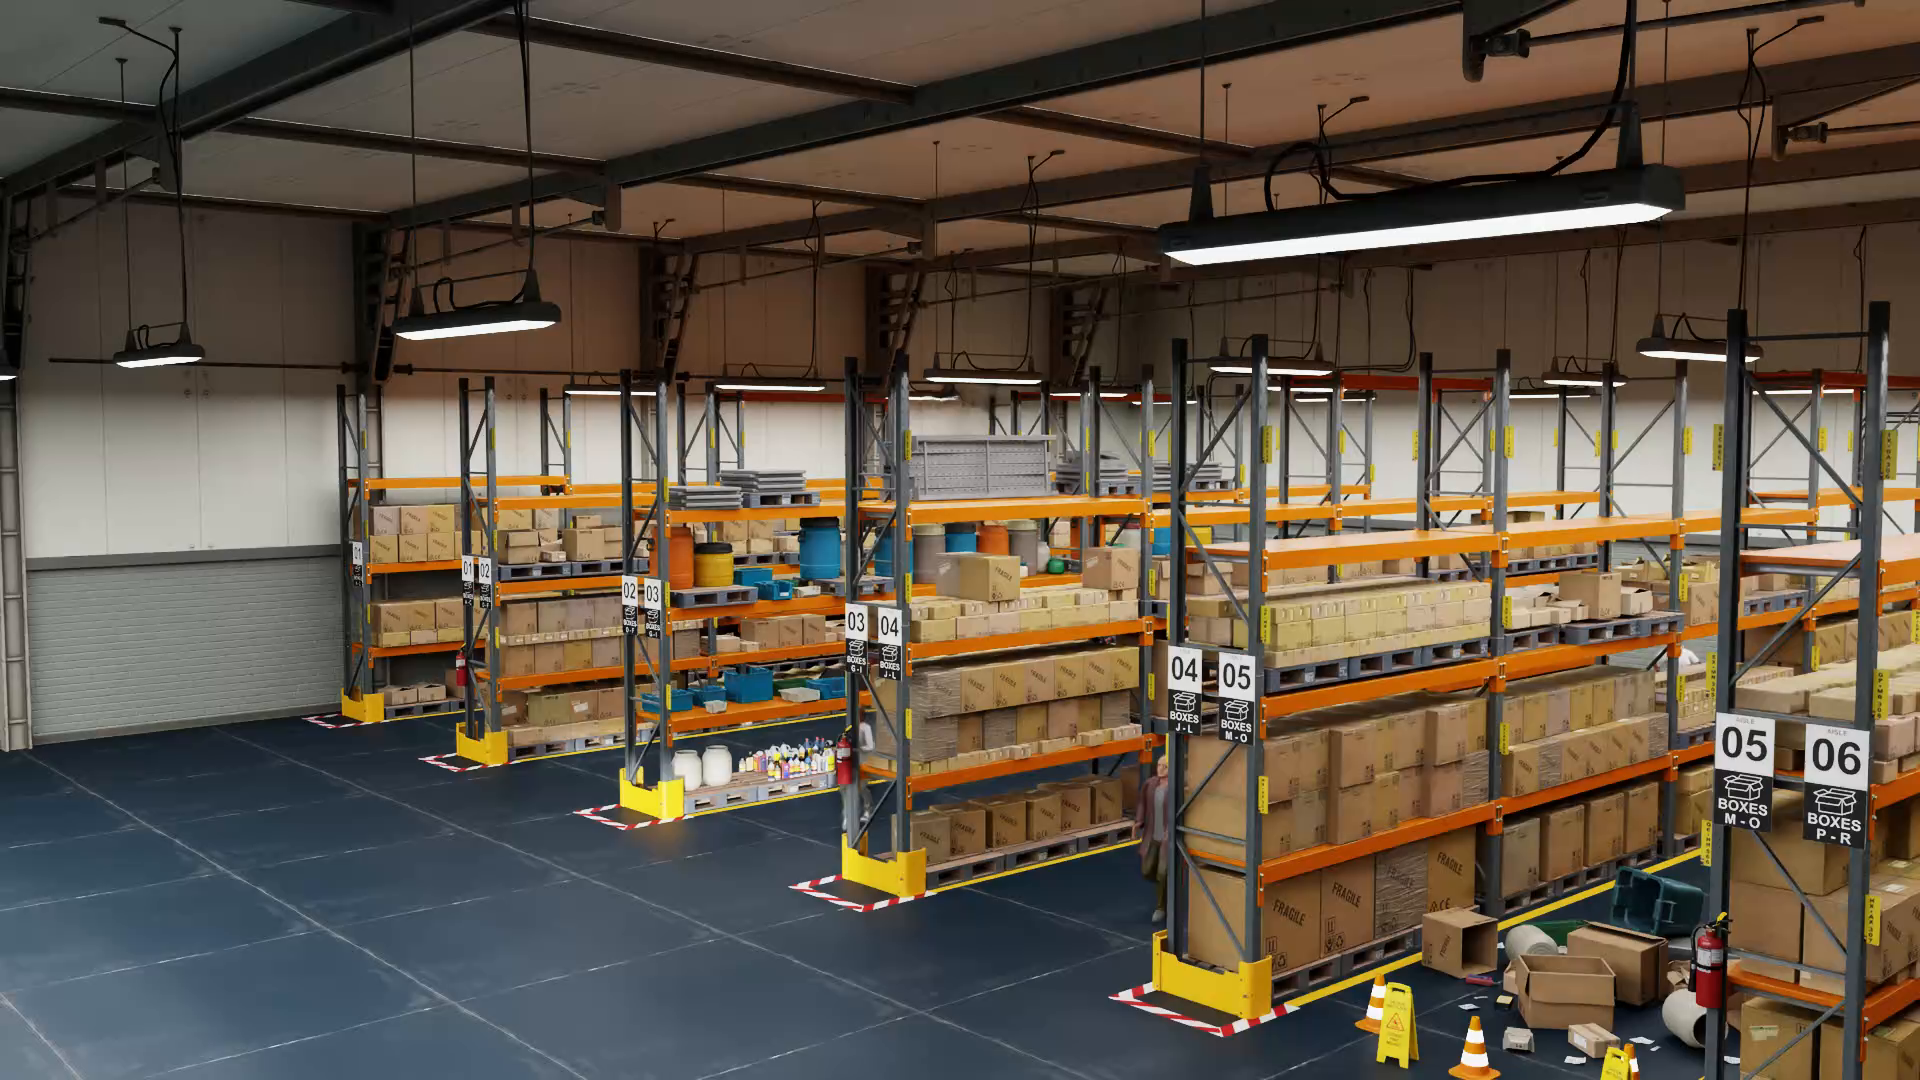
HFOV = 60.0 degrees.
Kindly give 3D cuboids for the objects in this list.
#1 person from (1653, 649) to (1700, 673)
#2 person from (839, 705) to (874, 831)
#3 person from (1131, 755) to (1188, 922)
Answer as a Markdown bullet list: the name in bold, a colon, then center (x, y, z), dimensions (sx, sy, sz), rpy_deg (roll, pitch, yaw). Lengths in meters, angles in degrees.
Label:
- **person**: center (12.447, 2.468, 28.665), dimensions (0.778, 1.666, 0.730), rpy_deg (0, 4, -1)
- **person**: center (-1.333, 2.951, 21.620), dimensions (0.517, 1.639, 0.714), rpy_deg (2, 4, 26)
- **person**: center (2.181, 3.154, 17.681), dimensions (0.723, 1.747, 0.634), rpy_deg (2, 4, 31)
